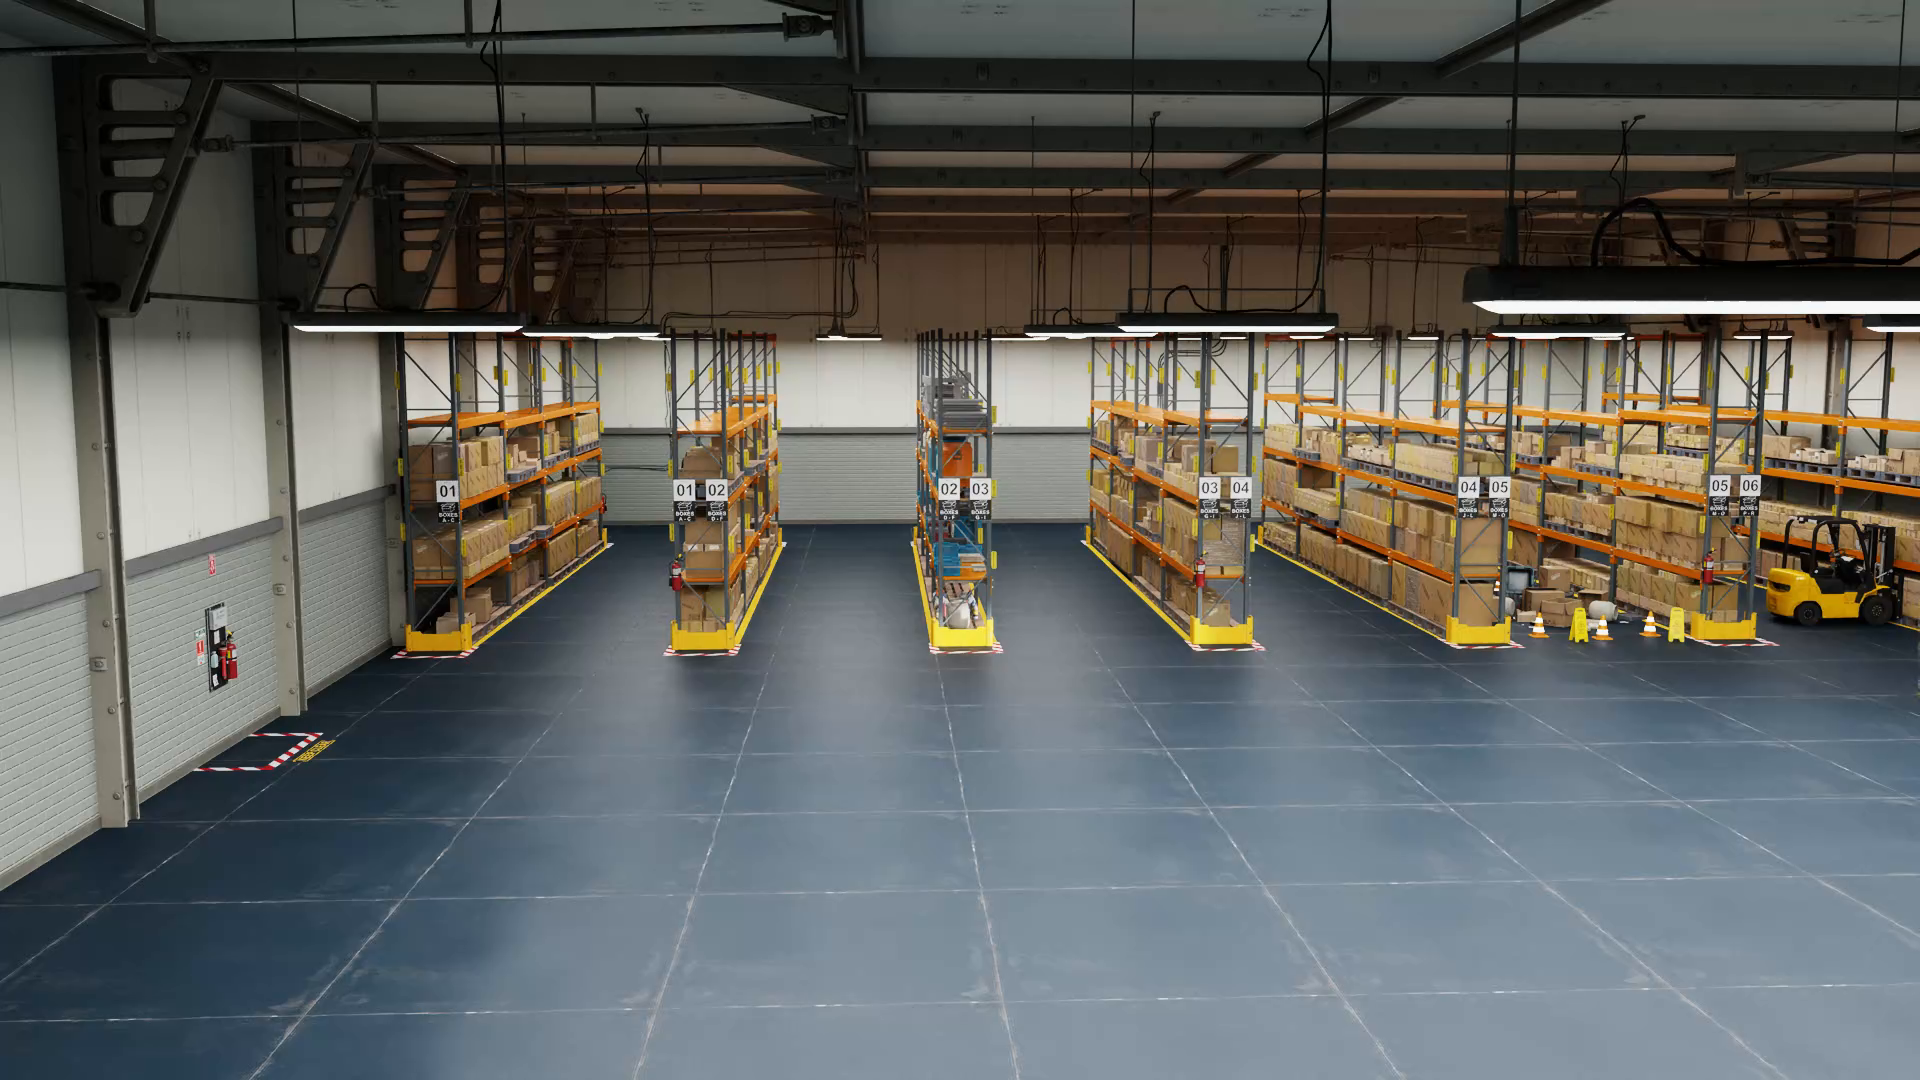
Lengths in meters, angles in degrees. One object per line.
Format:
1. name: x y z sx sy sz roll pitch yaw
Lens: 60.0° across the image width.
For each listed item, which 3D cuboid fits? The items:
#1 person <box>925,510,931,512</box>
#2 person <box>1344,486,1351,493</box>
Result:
1. person: 2.630 -0.342 44.724 8.607 1.644 3.123 -2 7 -20
2. person: 10.714 -0.573 45.892 0.627 1.824 0.869 -1 7 -5
